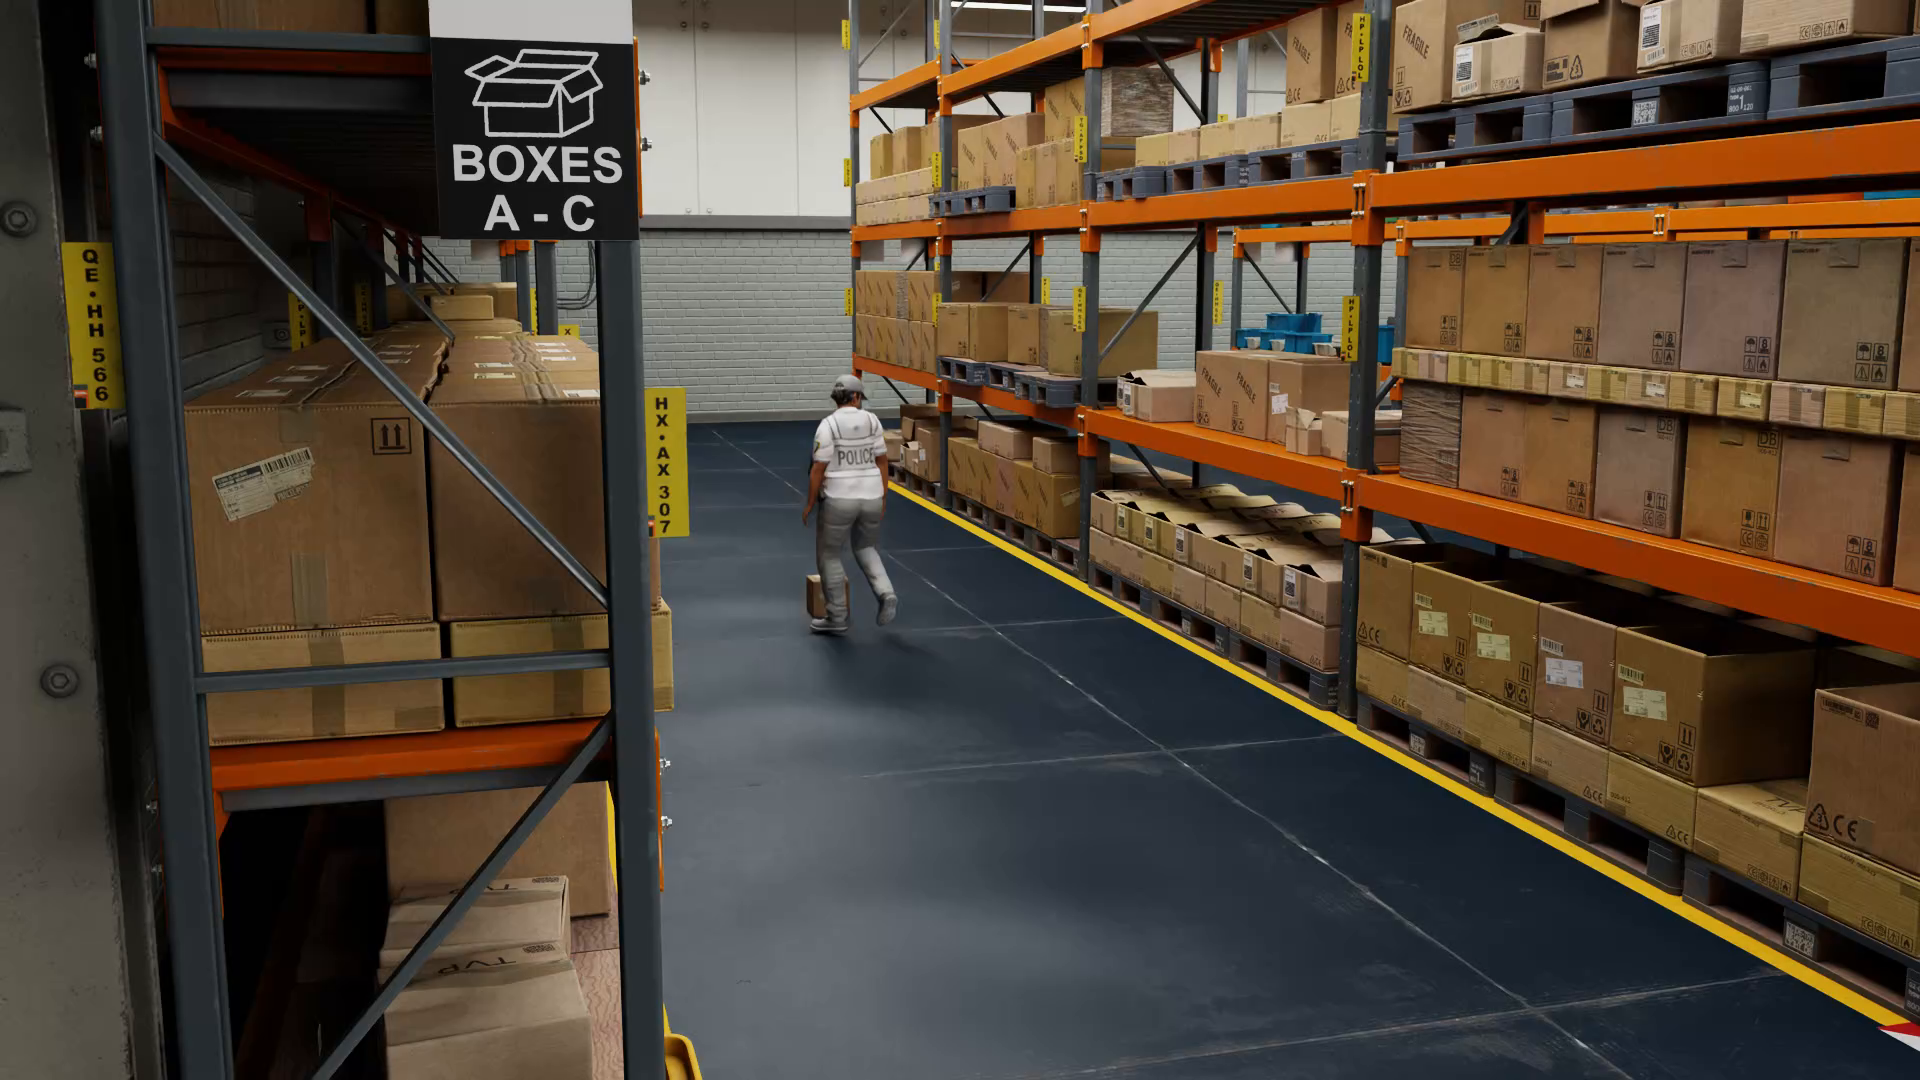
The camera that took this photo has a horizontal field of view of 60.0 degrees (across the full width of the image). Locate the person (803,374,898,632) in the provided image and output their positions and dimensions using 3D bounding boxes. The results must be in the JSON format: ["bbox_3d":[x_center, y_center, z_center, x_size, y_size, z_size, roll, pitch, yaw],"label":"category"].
[{"bbox_3d":[-0.700,-0.226,10.637,0.535,1.653,0.500,-7,12,-37],"label":"person"}]
